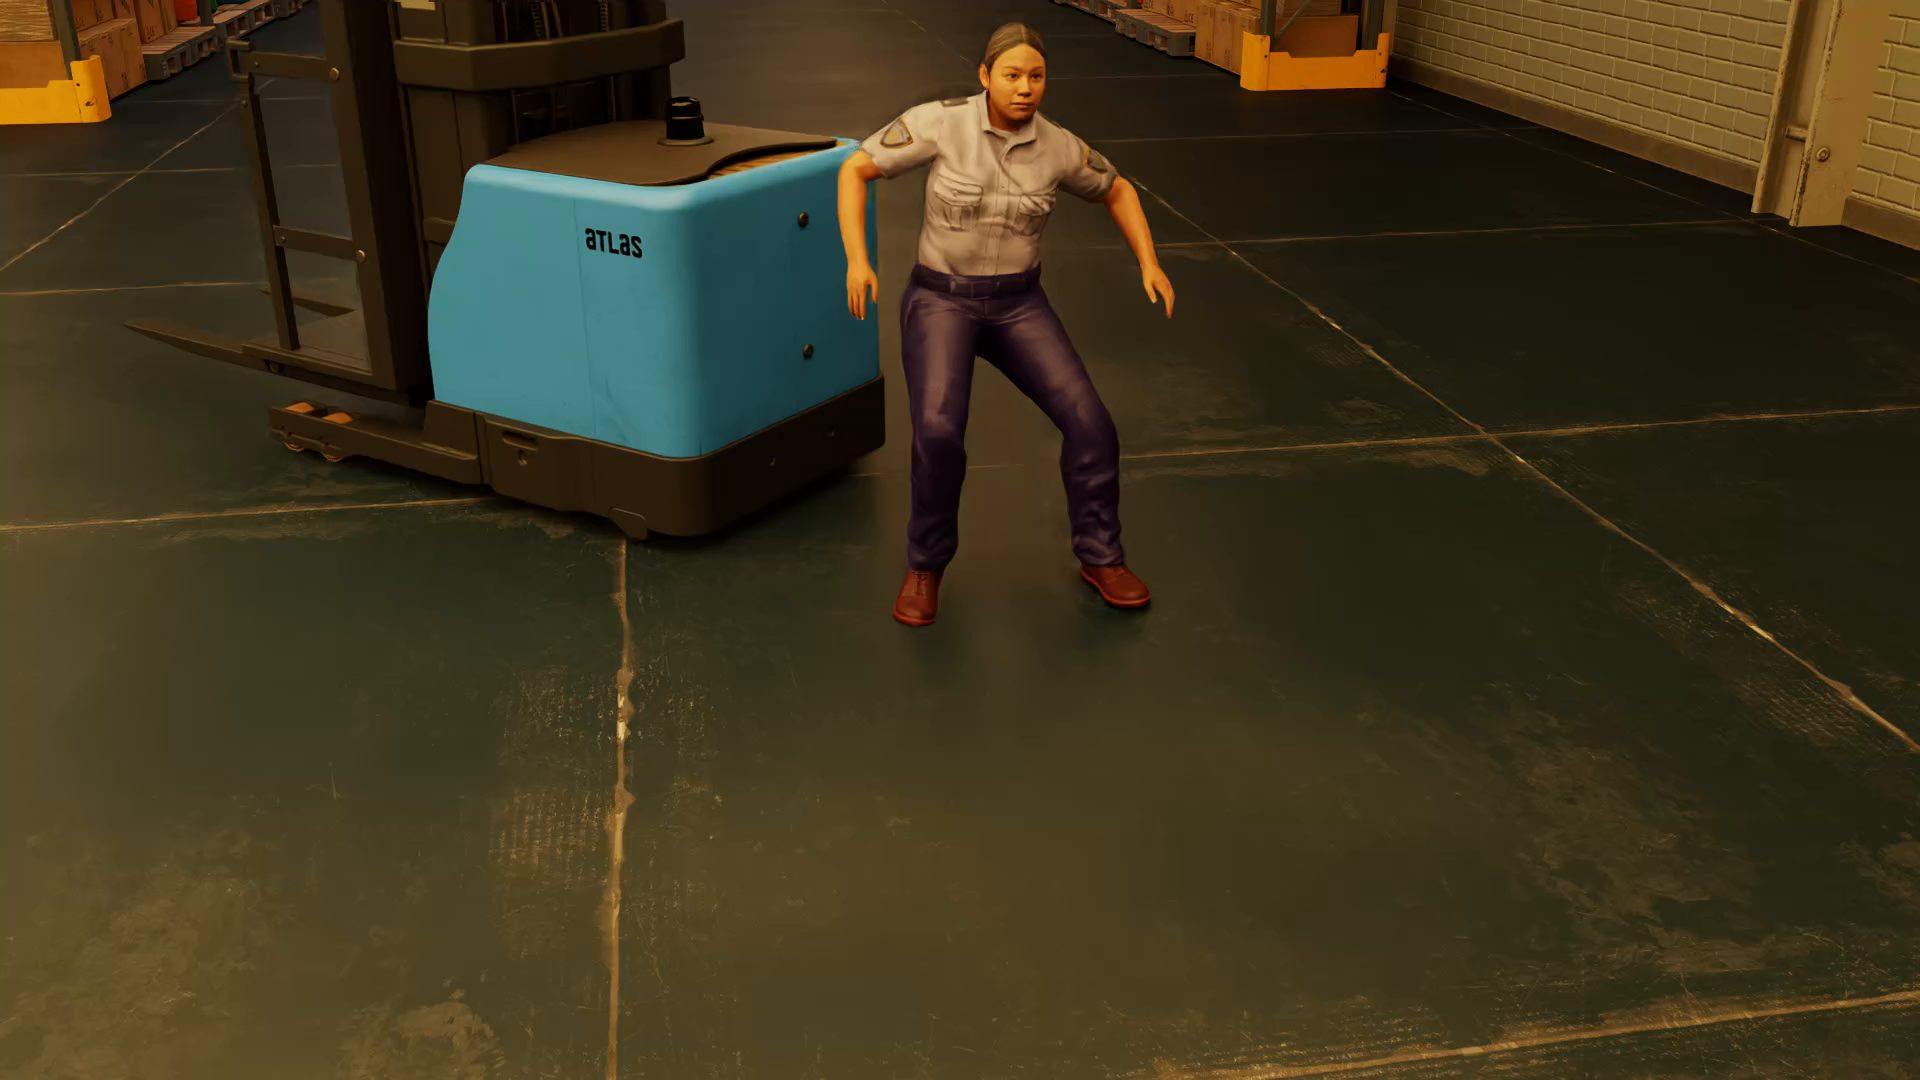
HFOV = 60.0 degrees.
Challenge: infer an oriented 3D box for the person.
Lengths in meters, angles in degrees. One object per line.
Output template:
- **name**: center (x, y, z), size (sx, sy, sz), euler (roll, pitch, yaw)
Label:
- **person**: center (0.150, -0.584, 4.476), size (0.906, 1.541, 0.631), euler (-5, 24, -12)

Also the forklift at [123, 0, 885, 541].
- **forklift**: center (-1.771, -1.770, 5.429), size (3.031, 2.935, 1.130), euler (14, 27, 29)
